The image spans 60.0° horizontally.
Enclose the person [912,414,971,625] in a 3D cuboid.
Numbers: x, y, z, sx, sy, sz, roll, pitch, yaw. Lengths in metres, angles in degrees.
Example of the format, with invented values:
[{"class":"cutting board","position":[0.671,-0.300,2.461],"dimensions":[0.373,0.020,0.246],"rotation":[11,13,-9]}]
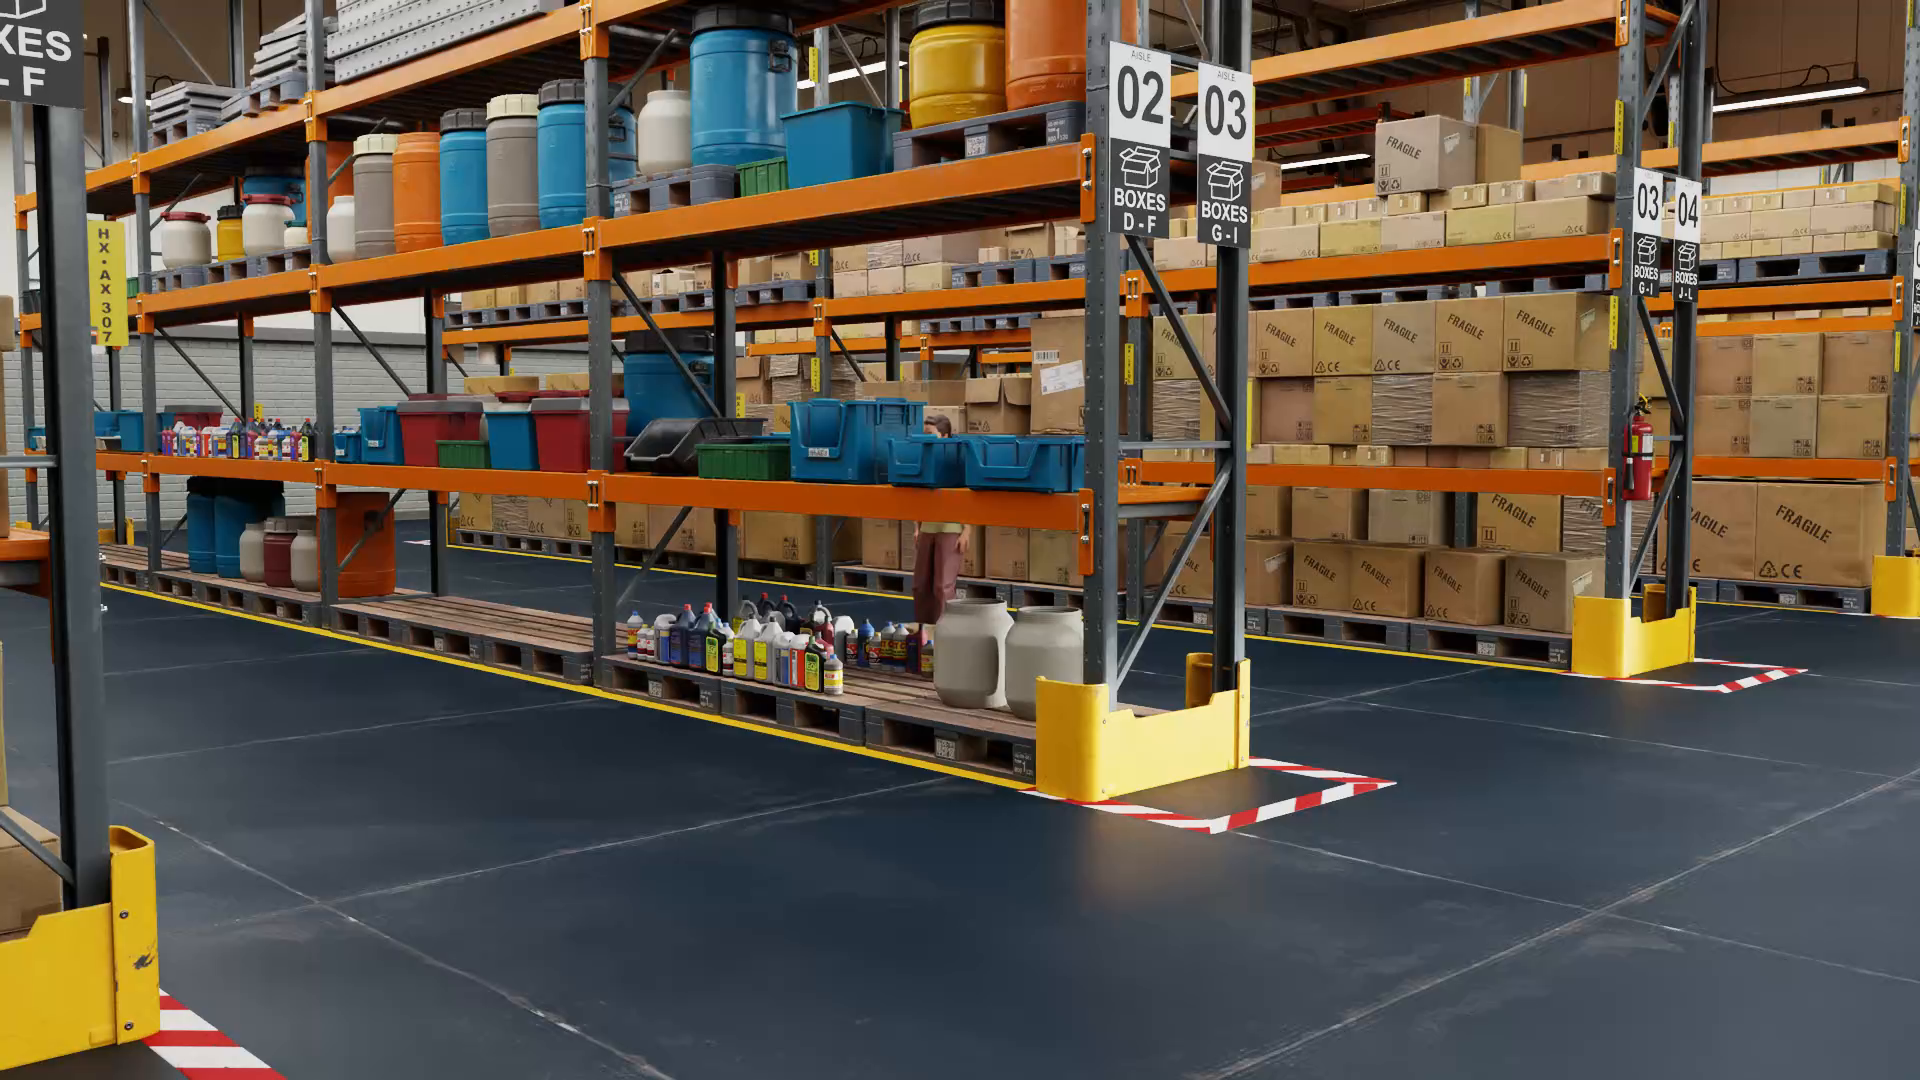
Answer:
[{"class":"person","position":[-0.157,-0.020,11.304],"dimensions":[0.506,1.671,0.416],"rotation":[4,6,43]}]
